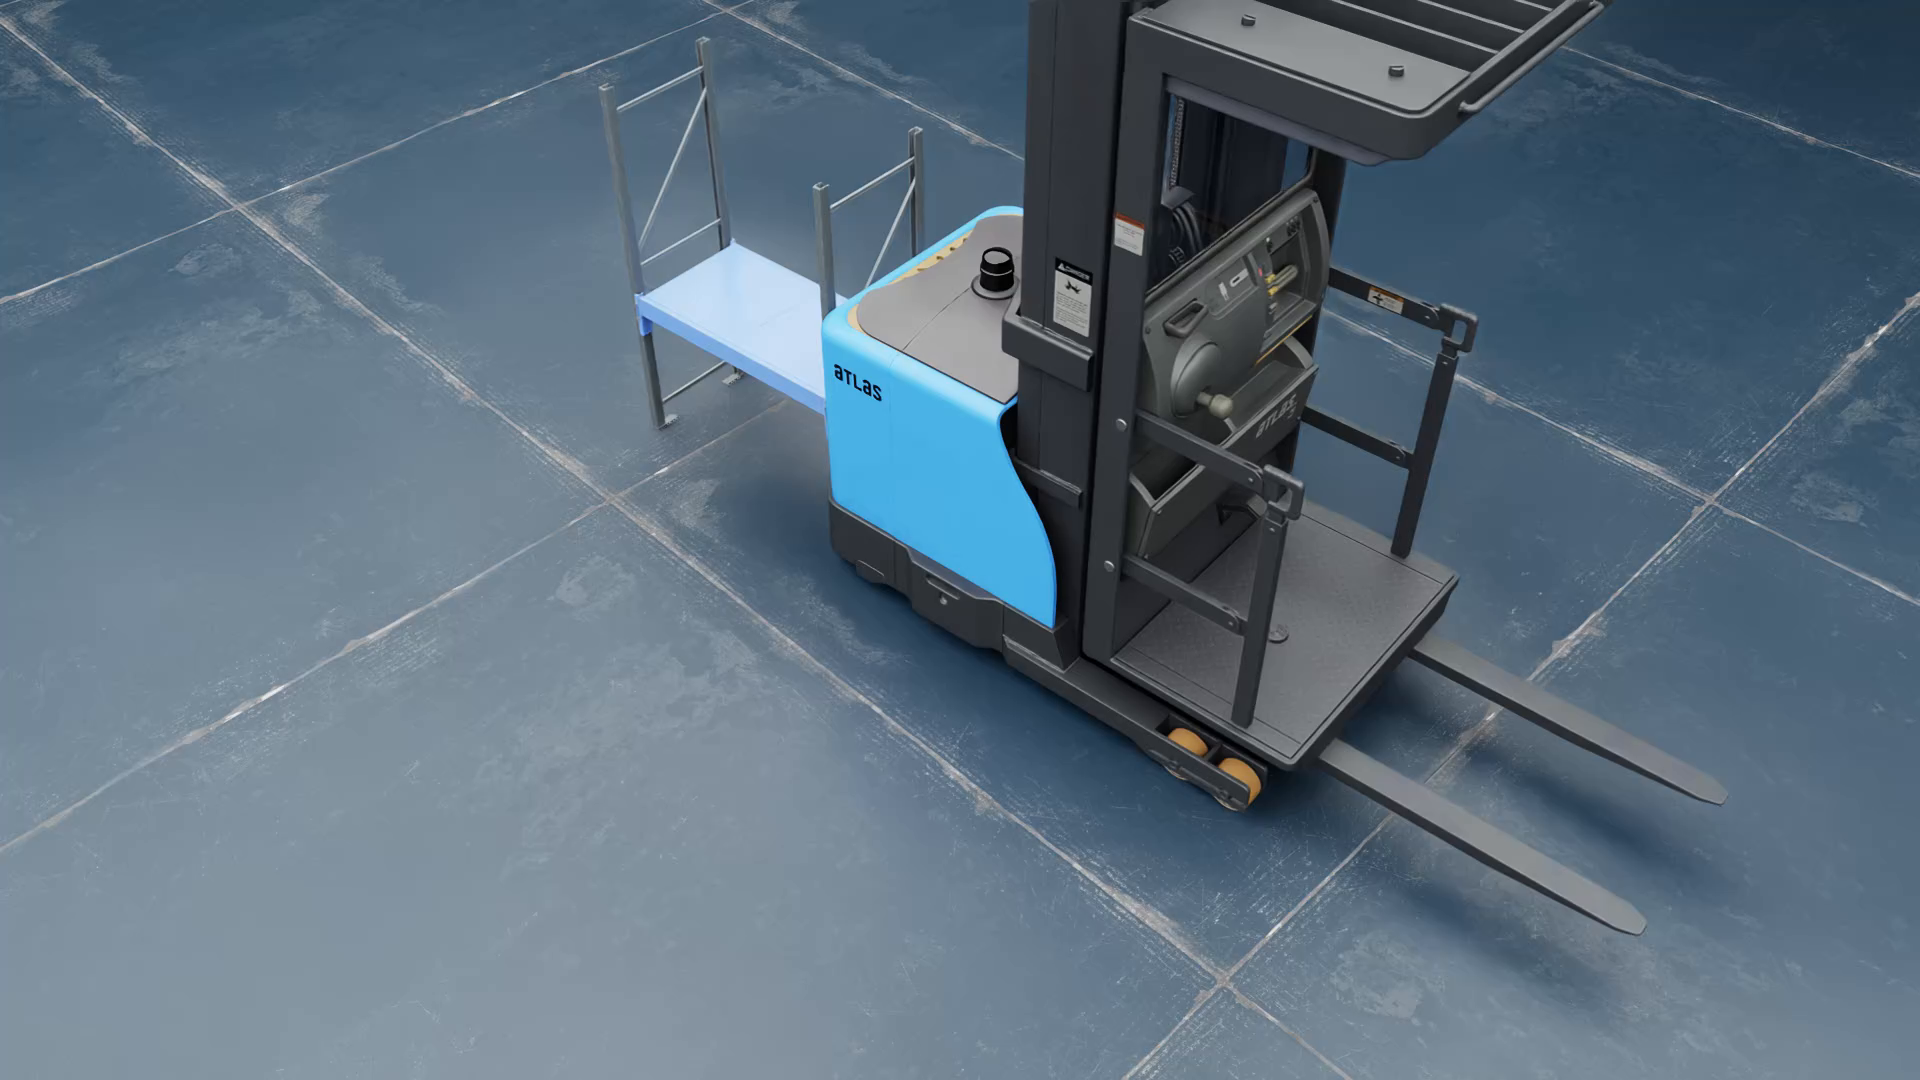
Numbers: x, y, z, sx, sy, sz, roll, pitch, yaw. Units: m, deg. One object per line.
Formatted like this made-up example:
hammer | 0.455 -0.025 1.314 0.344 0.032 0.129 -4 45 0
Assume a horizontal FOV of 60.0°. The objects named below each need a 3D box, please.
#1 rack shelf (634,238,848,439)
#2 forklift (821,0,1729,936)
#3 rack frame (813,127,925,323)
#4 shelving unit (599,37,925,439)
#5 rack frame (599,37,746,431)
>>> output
rack shelf | -0.683 -0.776 6.250 1.000 0.185 0.538 30 50 28
forklift | 0.979 -0.624 4.766 3.031 2.935 1.130 30 50 28
rack frame | -0.293 -0.687 5.888 0.032 1.500 0.500 30 50 28
shelving unit | -0.683 -0.908 6.128 1.048 1.500 0.538 30 50 28
rack frame | -1.073 -1.129 6.367 0.032 1.500 0.500 30 50 28
